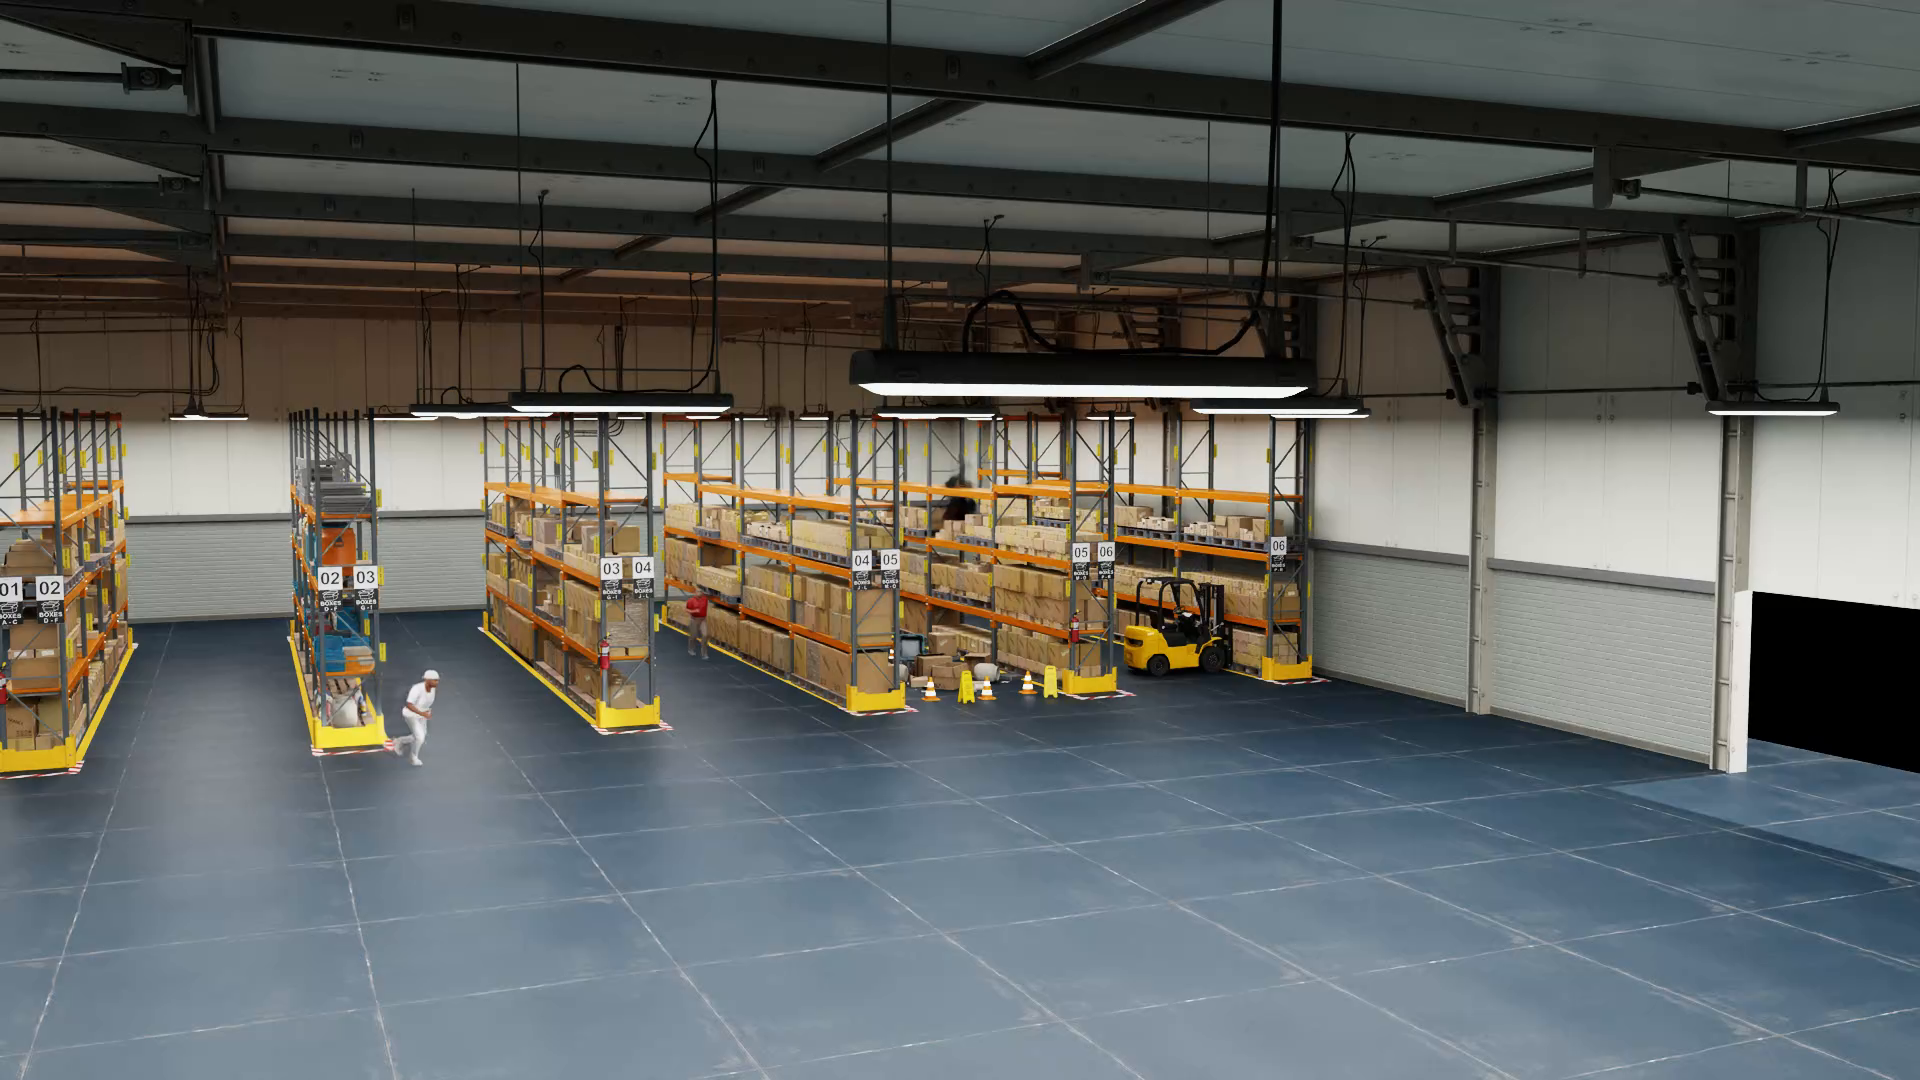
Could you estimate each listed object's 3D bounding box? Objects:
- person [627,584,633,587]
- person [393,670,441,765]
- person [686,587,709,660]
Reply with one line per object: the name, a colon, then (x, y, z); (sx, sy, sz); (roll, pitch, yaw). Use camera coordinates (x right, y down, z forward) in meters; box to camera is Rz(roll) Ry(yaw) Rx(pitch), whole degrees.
person: (-9.042, 1.631, 45.797); (0.713, 1.731, 0.844); (-1, 4, -11)
person: (-9.125, 2.974, 27.967); (0.931, 1.611, 0.712); (1, 4, 16)
person: (-6.385, 2.032, 40.492); (0.603, 1.786, 0.866); (-2, 4, -24)
